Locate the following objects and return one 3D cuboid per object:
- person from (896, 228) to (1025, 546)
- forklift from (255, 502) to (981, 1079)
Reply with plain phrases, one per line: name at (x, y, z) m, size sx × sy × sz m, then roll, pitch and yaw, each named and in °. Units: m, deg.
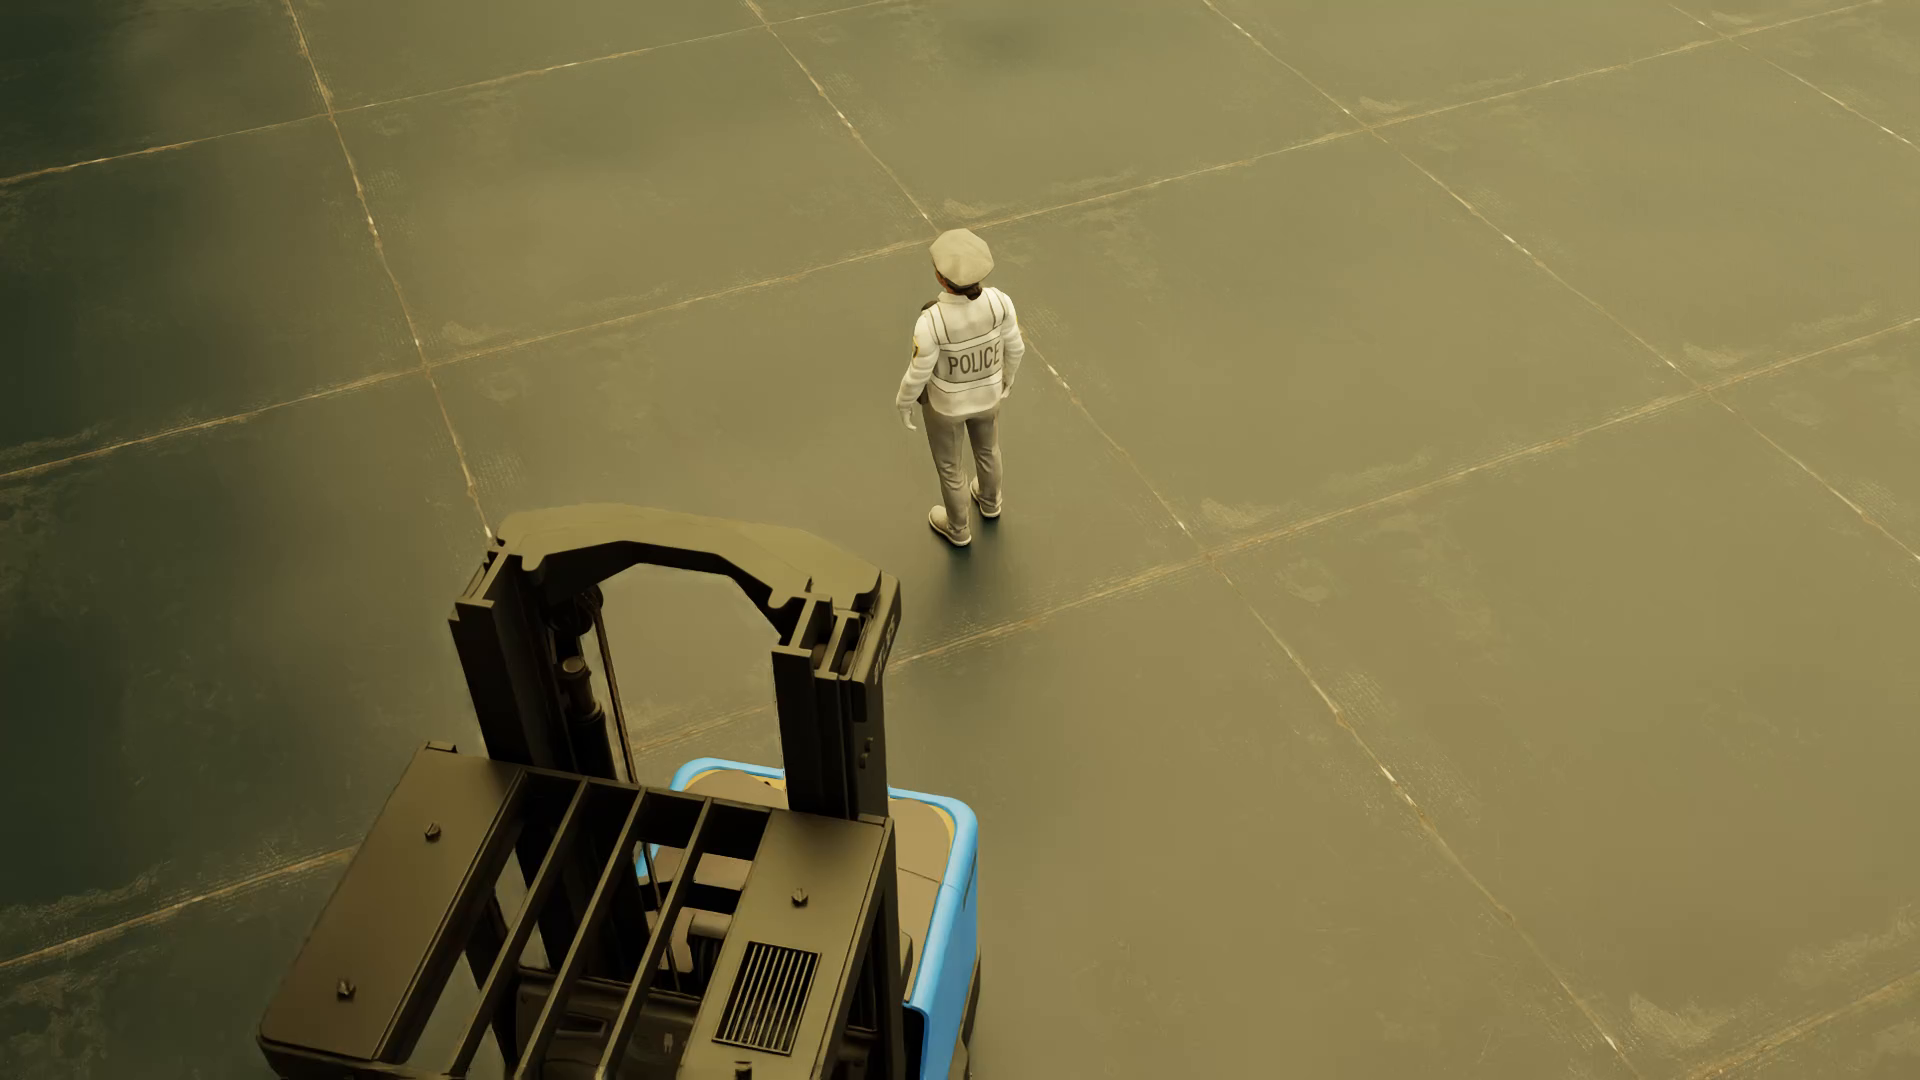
person at (-0.023, -0.669, 7.293) m, size 0.588 × 1.695 × 0.531 m, roll -18°, pitch 46°, yaw -18°
forklift at (-0.732, 1.474, 4.101) m, size 1.130 × 2.935 × 3.031 m, roll 8°, pitch 44°, yaw 9°
